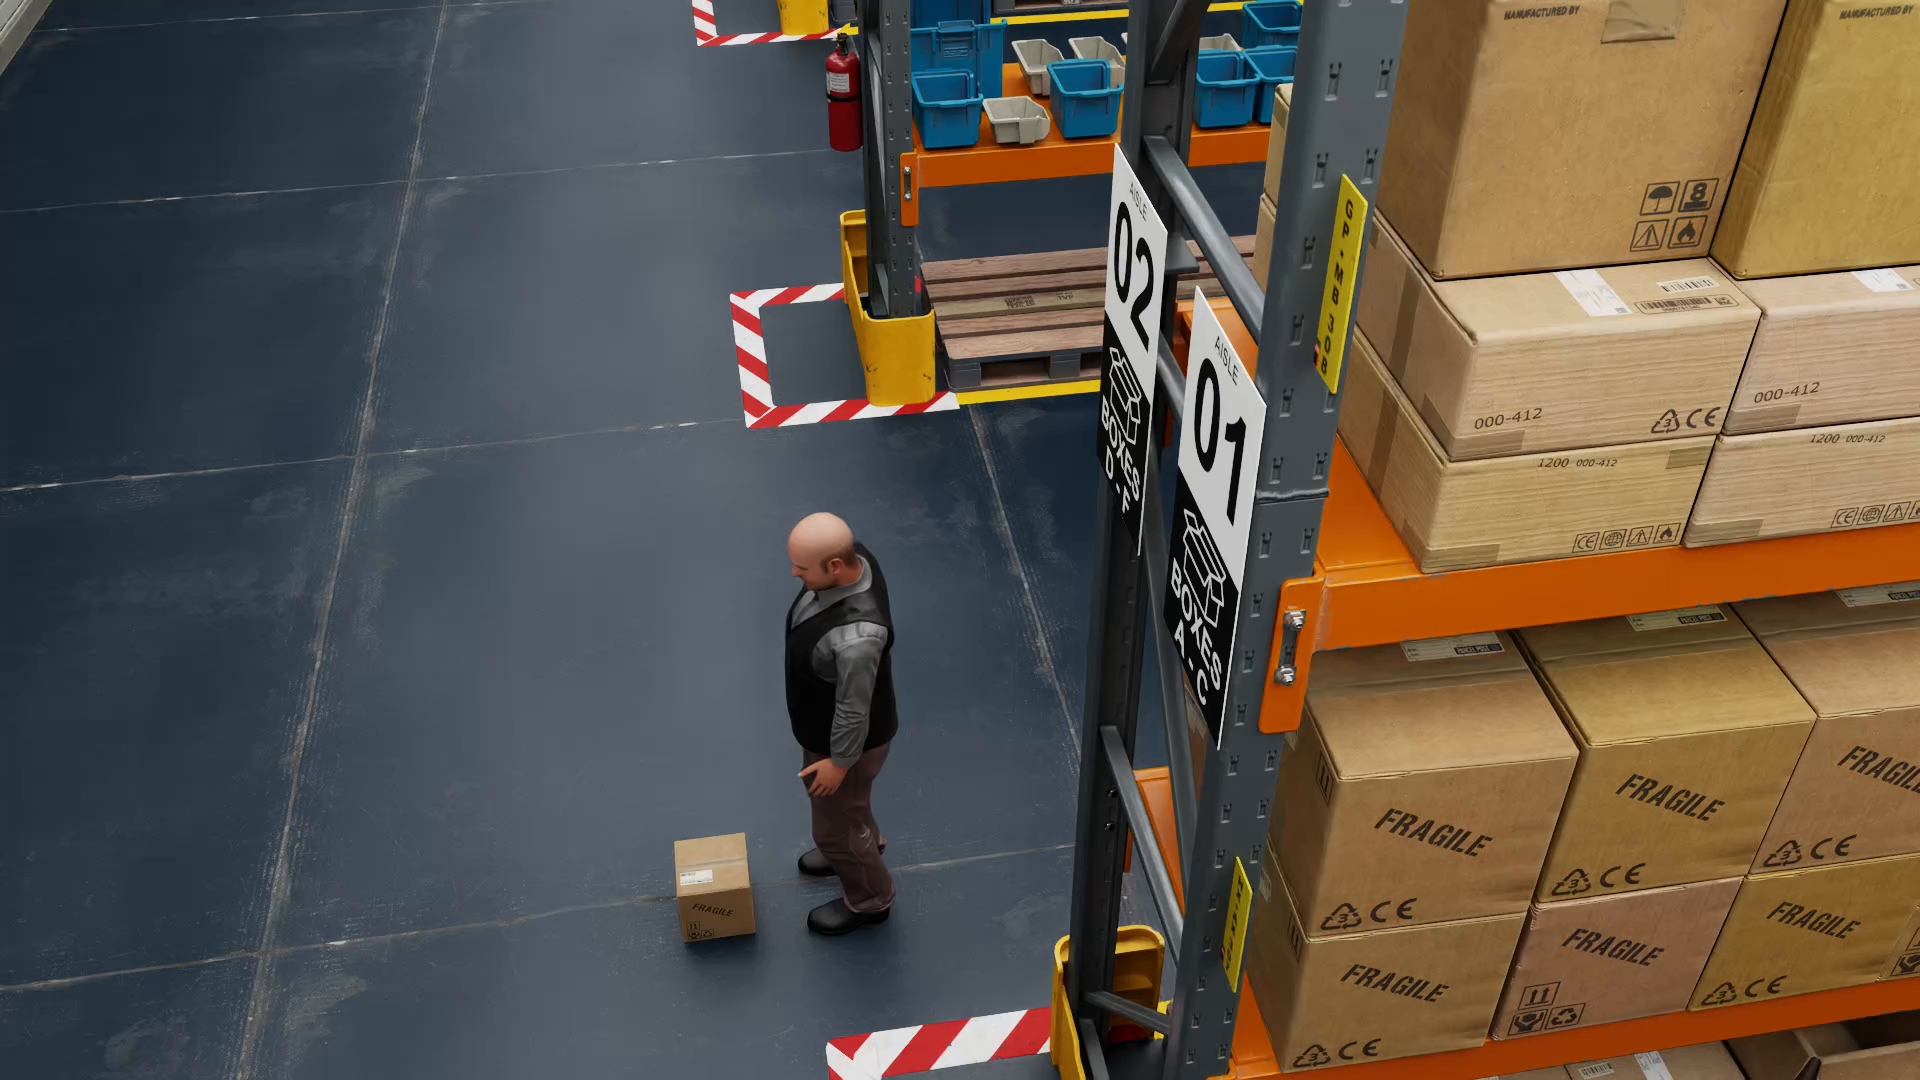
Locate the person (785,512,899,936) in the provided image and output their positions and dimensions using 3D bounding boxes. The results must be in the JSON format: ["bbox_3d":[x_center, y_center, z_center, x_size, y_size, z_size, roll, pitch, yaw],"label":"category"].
[{"bbox_3d":[-0.385,0.603,5.425,0.354,1.710,0.536,-7,39,-9],"label":"person"}]
